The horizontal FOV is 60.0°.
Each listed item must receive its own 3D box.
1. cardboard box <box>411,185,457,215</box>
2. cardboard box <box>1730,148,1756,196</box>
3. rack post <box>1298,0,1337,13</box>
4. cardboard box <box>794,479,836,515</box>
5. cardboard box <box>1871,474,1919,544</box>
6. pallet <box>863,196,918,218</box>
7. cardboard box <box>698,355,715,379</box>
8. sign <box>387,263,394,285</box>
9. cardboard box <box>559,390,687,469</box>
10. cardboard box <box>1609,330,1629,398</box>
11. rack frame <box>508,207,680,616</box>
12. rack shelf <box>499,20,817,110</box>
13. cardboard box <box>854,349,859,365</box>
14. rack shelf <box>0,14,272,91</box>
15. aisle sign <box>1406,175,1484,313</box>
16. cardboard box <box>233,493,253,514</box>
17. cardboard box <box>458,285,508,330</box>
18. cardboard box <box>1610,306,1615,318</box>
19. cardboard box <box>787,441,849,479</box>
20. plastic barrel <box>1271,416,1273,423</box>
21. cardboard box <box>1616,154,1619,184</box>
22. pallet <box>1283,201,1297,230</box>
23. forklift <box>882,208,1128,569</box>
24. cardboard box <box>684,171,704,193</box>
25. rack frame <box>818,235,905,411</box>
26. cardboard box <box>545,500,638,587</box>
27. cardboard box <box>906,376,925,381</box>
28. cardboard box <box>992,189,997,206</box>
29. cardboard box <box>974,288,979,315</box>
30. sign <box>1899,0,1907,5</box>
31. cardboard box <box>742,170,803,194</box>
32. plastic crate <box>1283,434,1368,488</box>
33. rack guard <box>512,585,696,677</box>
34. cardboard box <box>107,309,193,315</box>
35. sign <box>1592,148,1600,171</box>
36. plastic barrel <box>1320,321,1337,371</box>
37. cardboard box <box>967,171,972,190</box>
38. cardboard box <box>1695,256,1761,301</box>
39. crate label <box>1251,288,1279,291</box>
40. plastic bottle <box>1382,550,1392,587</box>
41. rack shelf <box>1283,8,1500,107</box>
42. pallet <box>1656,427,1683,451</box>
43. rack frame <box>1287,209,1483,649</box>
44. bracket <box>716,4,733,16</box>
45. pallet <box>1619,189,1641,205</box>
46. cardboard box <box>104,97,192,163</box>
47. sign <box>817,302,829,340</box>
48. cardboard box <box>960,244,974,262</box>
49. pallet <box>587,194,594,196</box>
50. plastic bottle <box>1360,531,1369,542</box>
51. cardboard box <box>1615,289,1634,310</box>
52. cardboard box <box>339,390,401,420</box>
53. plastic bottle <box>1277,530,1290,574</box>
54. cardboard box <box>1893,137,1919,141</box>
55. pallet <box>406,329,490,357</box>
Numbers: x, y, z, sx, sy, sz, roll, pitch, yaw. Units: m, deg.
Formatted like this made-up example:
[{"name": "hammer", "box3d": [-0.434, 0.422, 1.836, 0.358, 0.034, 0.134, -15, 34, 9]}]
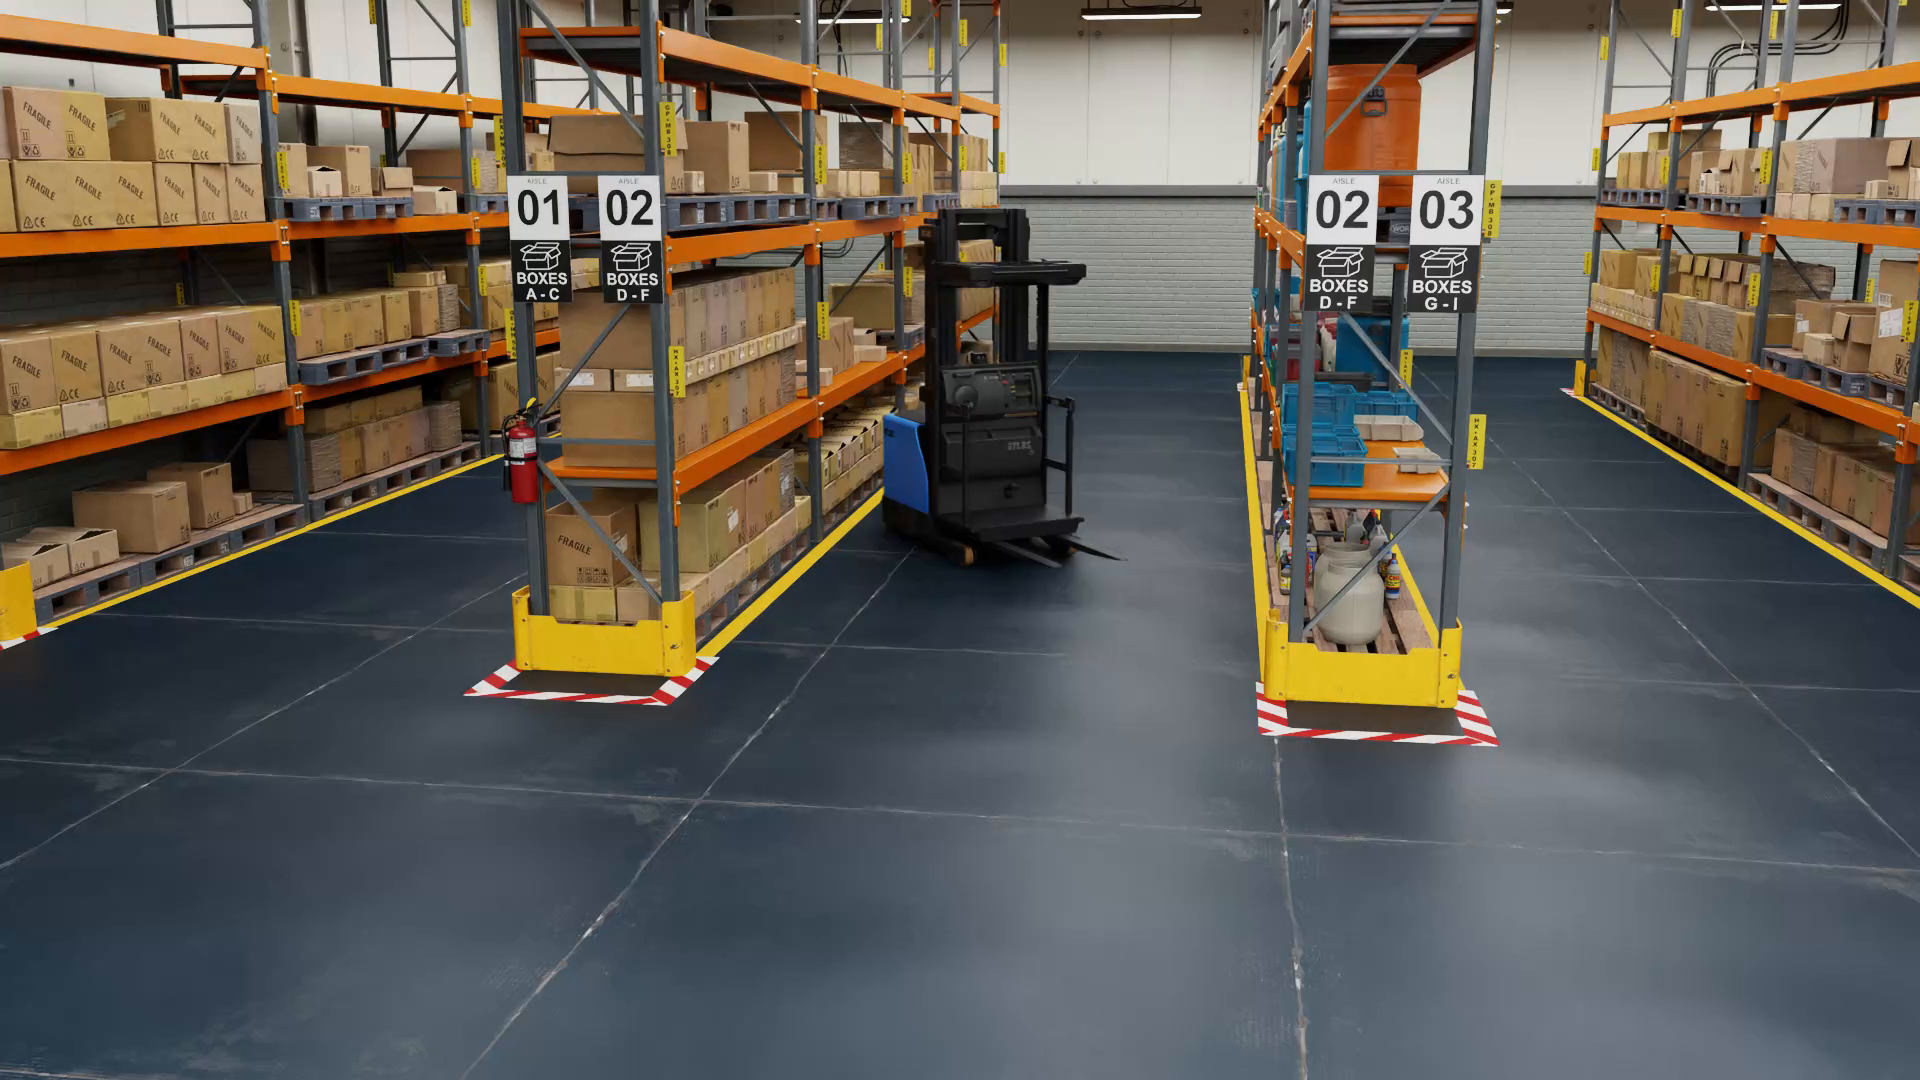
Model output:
[{"name": "cardboard box", "box3d": [-5.863, -3.730, 18.227, 0.500, 0.311, 0.500, 2, 12, 9]}, {"name": "cardboard box", "box3d": [8.732, -4.007, 18.114, 0.500, 0.500, 0.500, 3, 12, 12]}, {"name": "rack post", "box3d": [2.806, -3.770, 11.307, 0.937, 0.300, 0.954, 2, 12, 8]}, {"name": "cardboard box", "box3d": [-1.432, -0.401, 15.265, 0.500, 0.250, 0.500, 2, 12, 7]}, {"name": "cardboard box", "box3d": [8.164, -0.263, 13.981, 0.700, 0.500, 0.500, 1, 12, 4]}, {"name": "pallet", "box3d": [-1.140, -3.527, 17.566, 1.213, 0.211, 1.003, 2, 12, 11]}, {"name": "cardboard box", "box3d": [-1.963, -1.232, 11.811, 0.380, 0.149, 0.250, 2, 12, 8]}, {"name": "sign", "box3d": [-6.568, -3.040, 19.230, 0.100, 0.325, 0.005, 2, 12, 9]}, {"name": "cardboard box", "box3d": [-2.270, -0.777, 11.242, 0.700, 0.500, 0.500, 2, 12, 9]}, {"name": "cardboard box", "box3d": [9.735, -2.482, 23.436, 0.875, 0.875, 0.875, 2, 12, 9]}, {"name": "rack frame", "box3d": [-2.354, -0.631, 10.804, 1.000, 3.000, 0.127, 2, 12, 9]}, {"name": "rack shelf", "box3d": [-2.047, -3.433, 12.221, 1.077, 0.370, 4.000, 2, 12, 9]}, {"name": "cardboard box", "box3d": [-1.265, -1.907, 17.317, 0.380, 0.149, 0.250, 3, 12, 13]}, {"name": "rack shelf", "box3d": [-6.942, -3.787, 12.921, 1.077, 0.370, 4.000, 2, 12, 9]}, {"name": "aisle sign", "box3d": [2.818, -1.717, 9.668, 0.394, 0.787, 0.004, 2, 12, 9]}, {"name": "cardboard box", "box3d": [-6.687, -0.342, 15.139, 0.380, 0.166, 0.250, 0, 12, 1]}, {"name": "cardboard box", "box3d": [-5.692, -2.753, 19.659, 0.500, 0.500, 0.500, 2, 12, 10]}, {"name": "cardboard box", "box3d": [9.318, -3.187, 23.256, 0.380, 0.149, 0.250, 2, 12, 8]}, {"name": "cardboard box", "box3d": [-1.347, -0.781, 15.698, 0.500, 0.311, 0.500, 2, 12, 8]}, {"name": "plastic barrel", "box3d": [4.176, -1.888, 20.616, 0.600, 0.901, 0.708, 2, 12, 9]}, {"name": "cardboard box", "box3d": [9.867, -5.300, 23.874, 0.700, 0.500, 0.500, 1, 12, 5]}, {"name": "pallet", "box3d": [3.140, -2.524, 12.911, 1.213, 0.211, 1.003, 2, 12, 9]}, {"name": "forklift", "box3d": [0.374, -1.316, 14.144, 1.130, 2.935, 3.031, -6, 13, -25]}, {"name": "cardboard box", "box3d": [-1.999, -2.488, 11.565, 0.380, 0.149, 0.250, 2, 12, 9]}, {"name": "rack frame", "box3d": [-1.124, -2.297, 18.531, 1.000, 3.000, 0.127, 2, 12, 9]}, {"name": "cardboard box", "box3d": [-2.566, 0.020, 11.533, 0.500, 0.500, 0.500, 2, 12, 9]}, {"name": "cardboard box", "box3d": [-0.463, -1.804, 21.131, 0.500, 0.500, 0.500, 2, 12, 9]}, {"name": "cardboard box", "box3d": [0.288, -5.240, 25.422, 0.500, 0.250, 0.500, 2, 12, 9]}, {"name": "cardboard box", "box3d": [-0.006, -3.486, 23.813, 0.500, 0.500, 0.500, 2, 12, 8]}, {"name": "sign", "box3d": [9.201, -5.388, 16.227, 0.100, 0.325, 0.005, 2, 12, 9]}, {"name": "cardboard box", "box3d": [-1.635, -3.190, 14.917, 0.500, 0.250, 0.500, 3, 13, 15]}, {"name": "plastic crate", "box3d": [2.321, -0.511, 10.599, 0.499, 0.251, 0.616, 2, 12, 9]}, {"name": "rack guard", "box3d": [-2.358, 0.595, 11.044, 1.175, 0.500, 0.348, 2, 12, 9]}, {"name": "cardboard box", "box3d": [-6.997, -1.728, 14.421, 0.500, 0.500, 0.500, 2, 12, 8]}, {"name": "sign", "box3d": [9.347, -5.592, 24.438, 0.100, 0.325, 0.005, 2, 12, 9]}, {"name": "plastic barrel", "box3d": [3.758, -1.881, 16.338, 0.421, 0.512, 0.421, 0, 12, 0]}, {"name": "cardboard box", "box3d": [-0.114, -4.964, 22.957, 0.500, 0.250, 0.500, 2, 12, 9]}, {"name": "cardboard box", "box3d": [9.072, -3.071, 19.506, 0.797, 0.503, 0.637, 2, 12, 9]}, {"name": "crate label", "box3d": [4.637, -3.708, 25.332, 0.416, 0.233, 0.303, 2, 12, 9]}, {"name": "plastic bottle", "box3d": [3.179, 0.210, 12.332, 0.097, 0.271, 0.097, 0, 12, 0]}, {"name": "rack shelf", "box3d": [2.847, -3.272, 11.473, 1.077, 0.370, 4.000, 2, 12, 9]}, {"name": "pallet", "box3d": [9.235, -1.282, 20.439, 1.003, 0.211, 1.213, 2, 12, 9]}, {"name": "rack frame", "box3d": [2.539, -0.470, 10.055, 1.000, 3.000, 0.127, 2, 12, 9]}, {"name": "bracket", "box3d": [-4.449, -9.972, 31.363, 0.235, 0.232, 0.430, 2, 12, 9]}, {"name": "pallet", "box3d": [9.605, -4.654, 22.559, 1.003, 0.211, 1.213, 2, 12, 9]}, {"name": "cardboard box", "box3d": [-6.588, -3.301, 13.413, 0.500, 0.500, 0.500, 1, 12, 7]}, {"name": "sign", "box3d": [-1.191, -1.908, 14.486, 0.100, 0.325, 0.005, 2, 12, 9]}, {"name": "cardboard box", "box3d": [-0.079, -3.864, 23.190, 0.500, 0.500, 0.500, 1, 12, 7]}, {"name": "pallet", "box3d": [-5.268, -4.882, 23.618, 1.003, 0.211, 1.213, 2, 12, 9]}, {"name": "plastic bottle", "box3d": [3.156, 0.063, 12.987, 0.061, 0.283, 0.133, 2, 12, 9]}, {"name": "cardboard box", "box3d": [9.324, -3.300, 22.834, 0.500, 0.250, 0.500, 2, 12, 8]}, {"name": "cardboard box", "box3d": [-6.302, -1.441, 17.668, 0.500, 0.250, 0.500, 2, 12, 8]}, {"name": "plastic bottle", "box3d": [2.497, 0.098, 12.662, 0.144, 0.351, 0.185, 2, 12, 11]}, {"name": "cardboard box", "box3d": [8.678, -3.418, 15.187, 0.500, 0.500, 0.500, 2, 12, 10]}, {"name": "pallet", "box3d": [-6.024, -2.211, 18.588, 1.213, 0.211, 1.003, 2, 12, 9]}]
